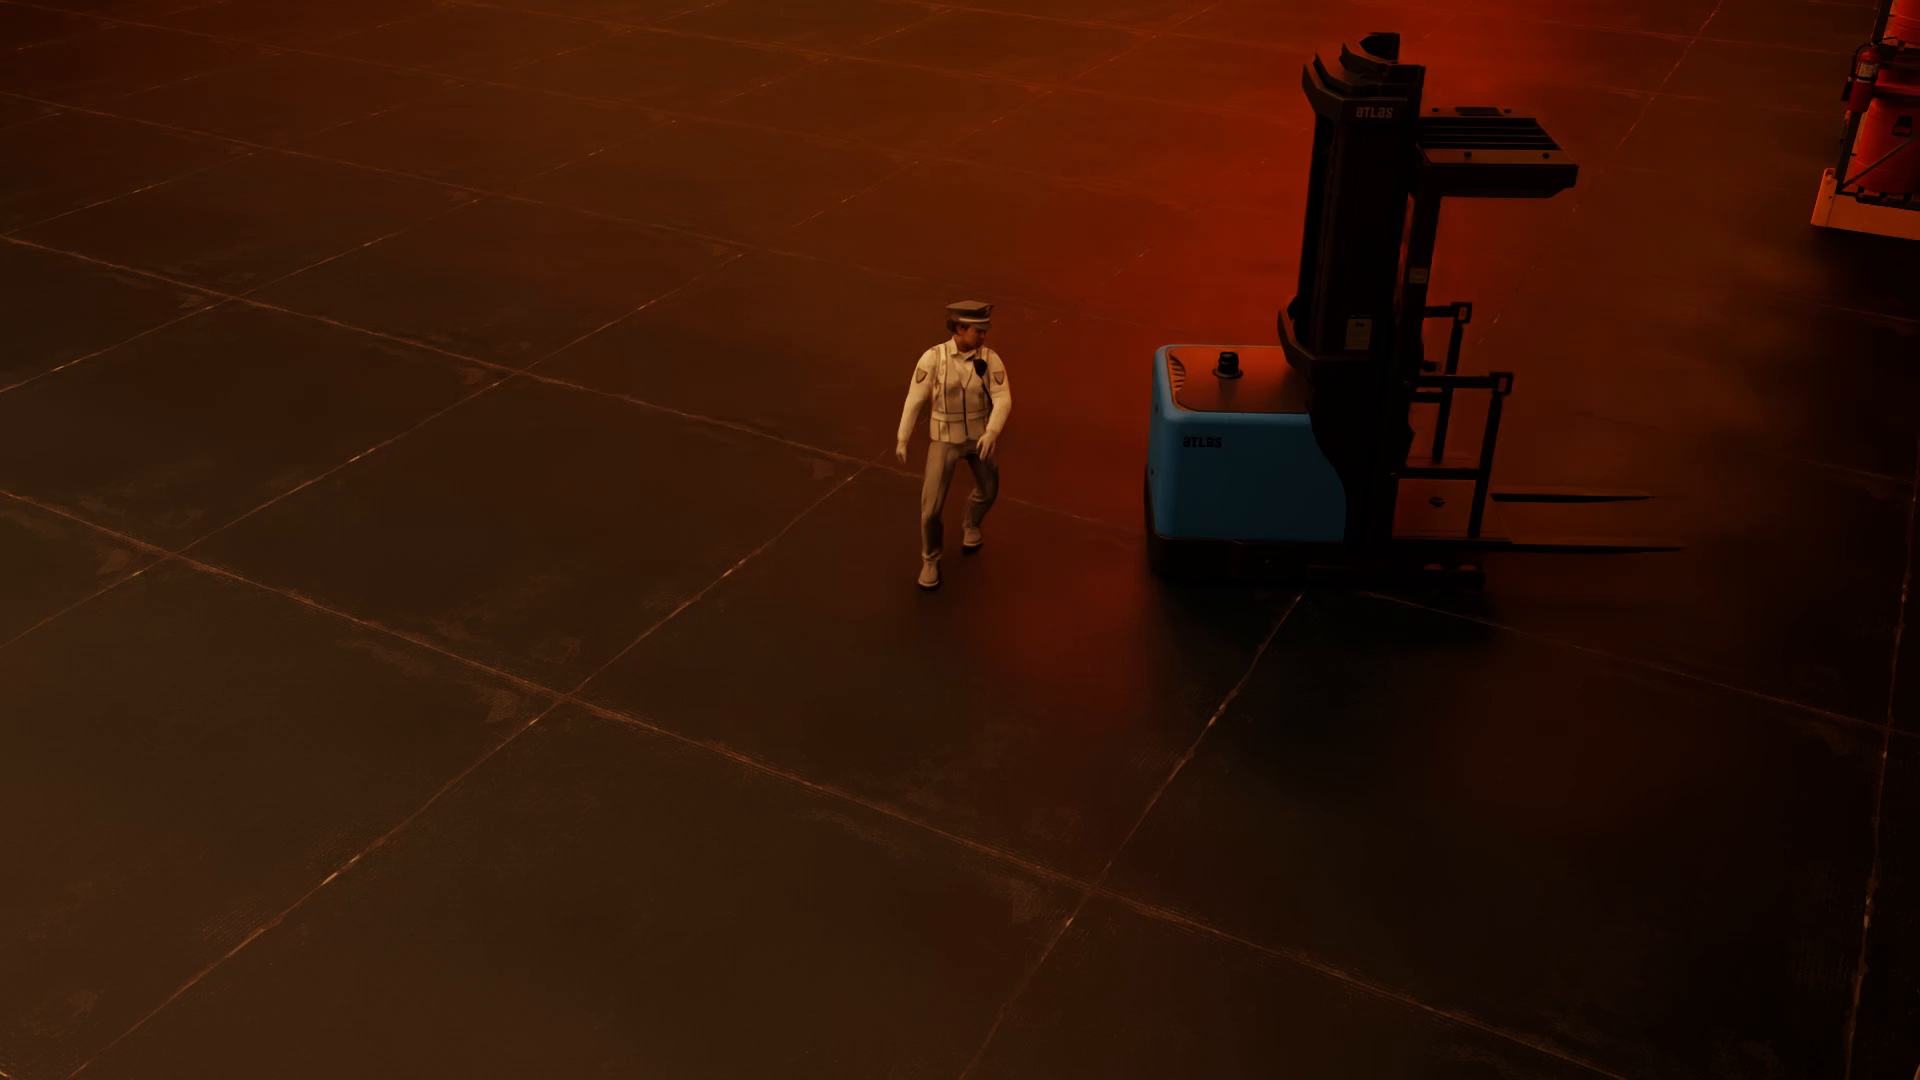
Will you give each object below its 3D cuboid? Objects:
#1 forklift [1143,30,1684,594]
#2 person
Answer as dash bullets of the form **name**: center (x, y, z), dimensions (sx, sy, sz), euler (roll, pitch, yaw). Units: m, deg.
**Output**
- **forklift**: center (2.634, -1.235, 9.210), dimensions (3.031, 2.935, 1.130), euler (1, 30, 2)
- **person**: center (-0.038, -0.546, 9.370), dimensions (0.639, 1.584, 0.775), euler (-9, 31, -15)
